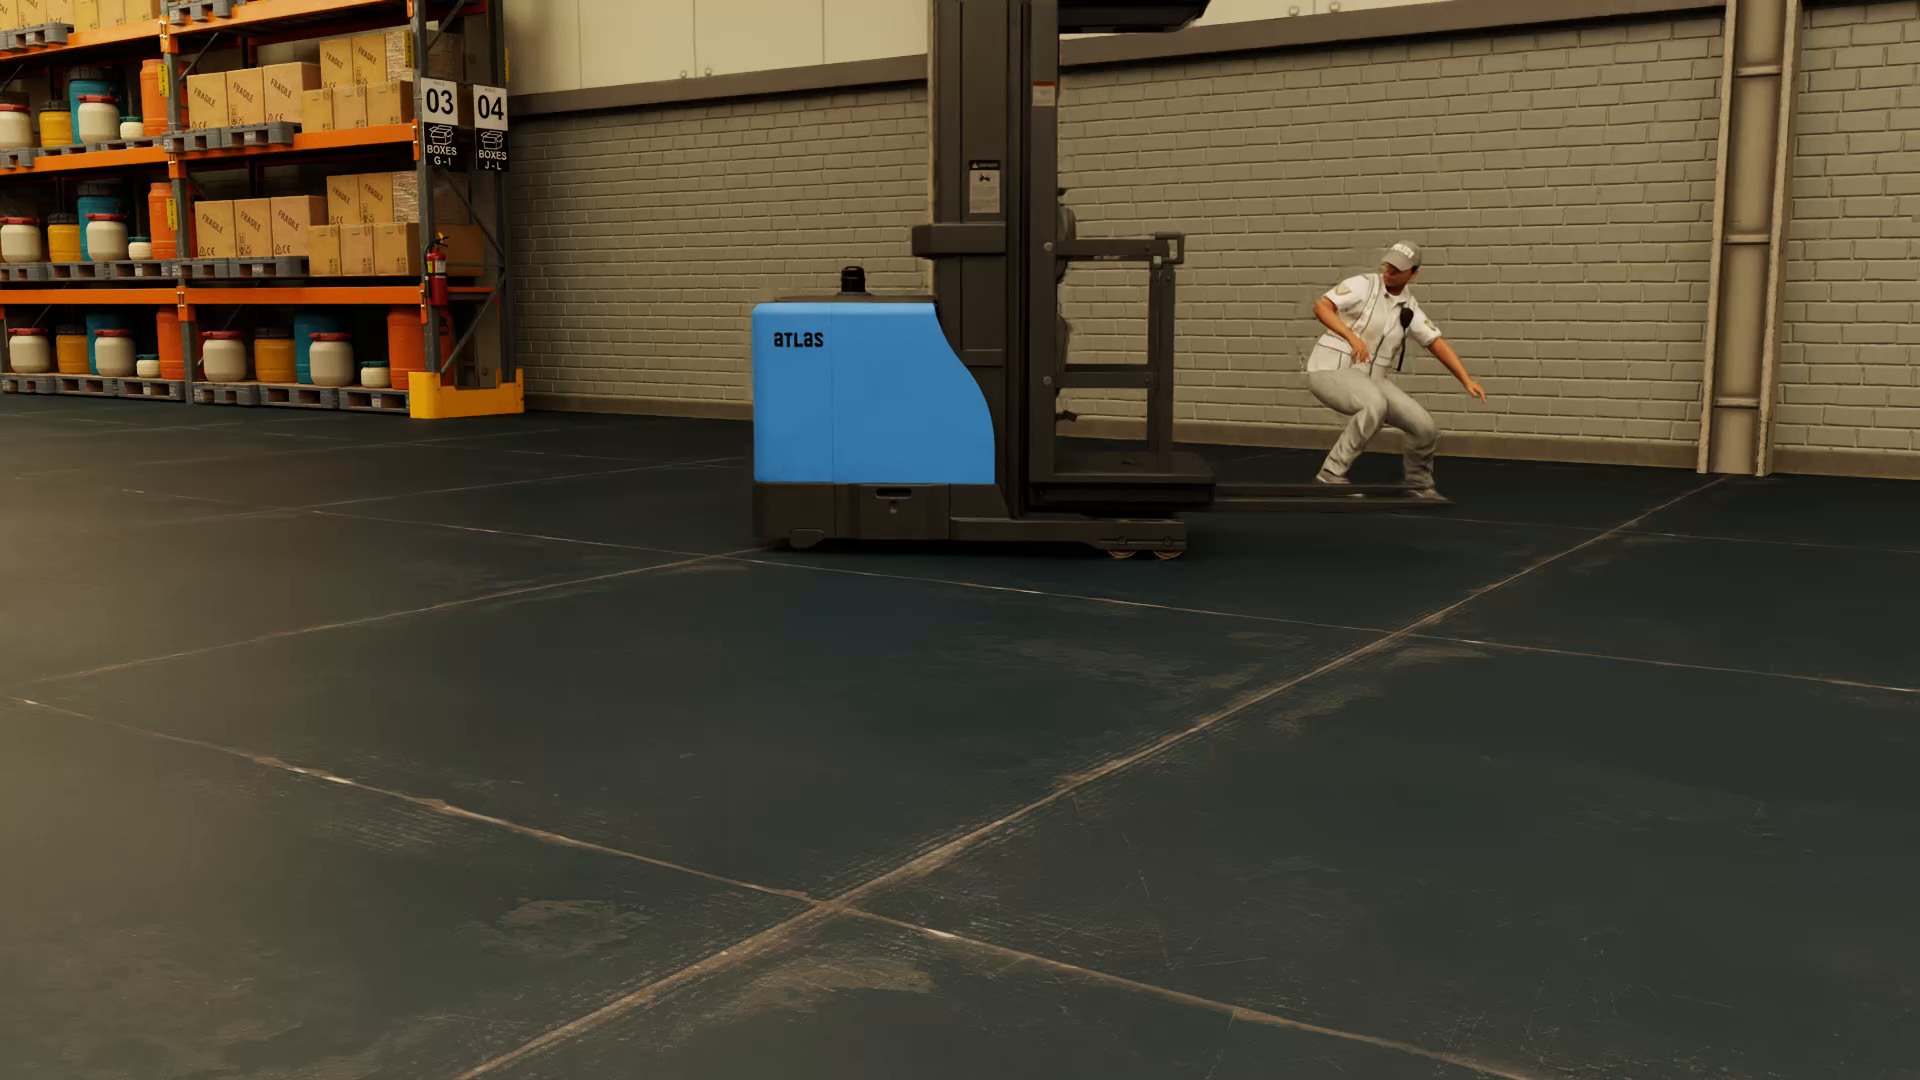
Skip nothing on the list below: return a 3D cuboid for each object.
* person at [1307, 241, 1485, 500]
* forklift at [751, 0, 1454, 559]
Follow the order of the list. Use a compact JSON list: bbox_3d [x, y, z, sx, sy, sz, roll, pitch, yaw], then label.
[{"bbox_3d":[2.314,-0.867,8.917,0.882,1.452,0.778,-5,9,-31],"label":"person"},{"bbox_3d":[0.631,-1.448,7.379,3.031,2.935,1.130,0,8,3],"label":"forklift"}]
